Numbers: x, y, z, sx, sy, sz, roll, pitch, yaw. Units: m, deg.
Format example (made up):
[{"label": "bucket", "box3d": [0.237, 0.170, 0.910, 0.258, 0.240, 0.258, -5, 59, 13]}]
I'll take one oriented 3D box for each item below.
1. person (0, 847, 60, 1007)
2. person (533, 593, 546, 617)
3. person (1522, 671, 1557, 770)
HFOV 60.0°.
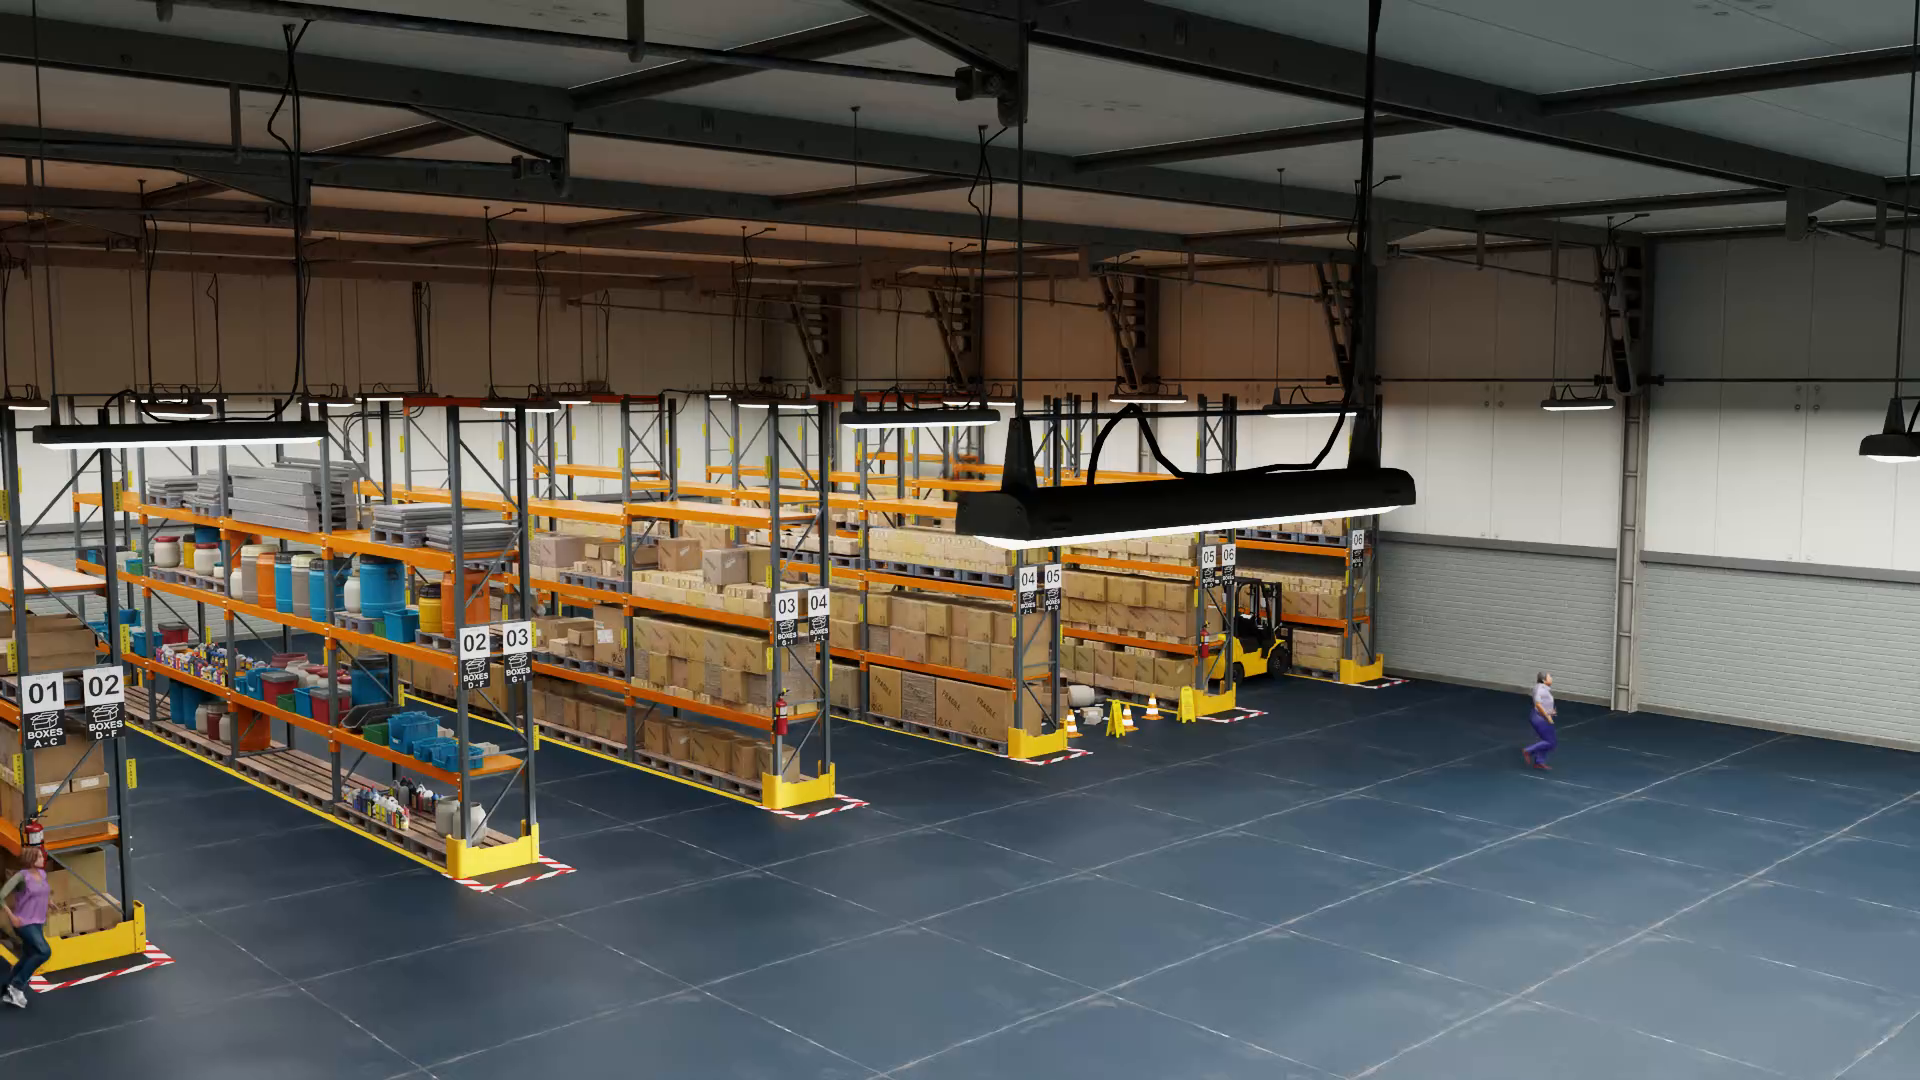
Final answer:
[{"label": "person", "box3d": [-9.455, 3.914, 16.926, 0.567, 1.549, 0.576, 0, 6, -1]}, {"label": "person", "box3d": [-9.413, 1.953, 37.012, 0.556, 1.549, 0.786, -4, 7, -37]}, {"label": "person", "box3d": [9.413, 2.937, 27.016, 0.596, 1.610, 0.600, 1, 6, 8]}]
